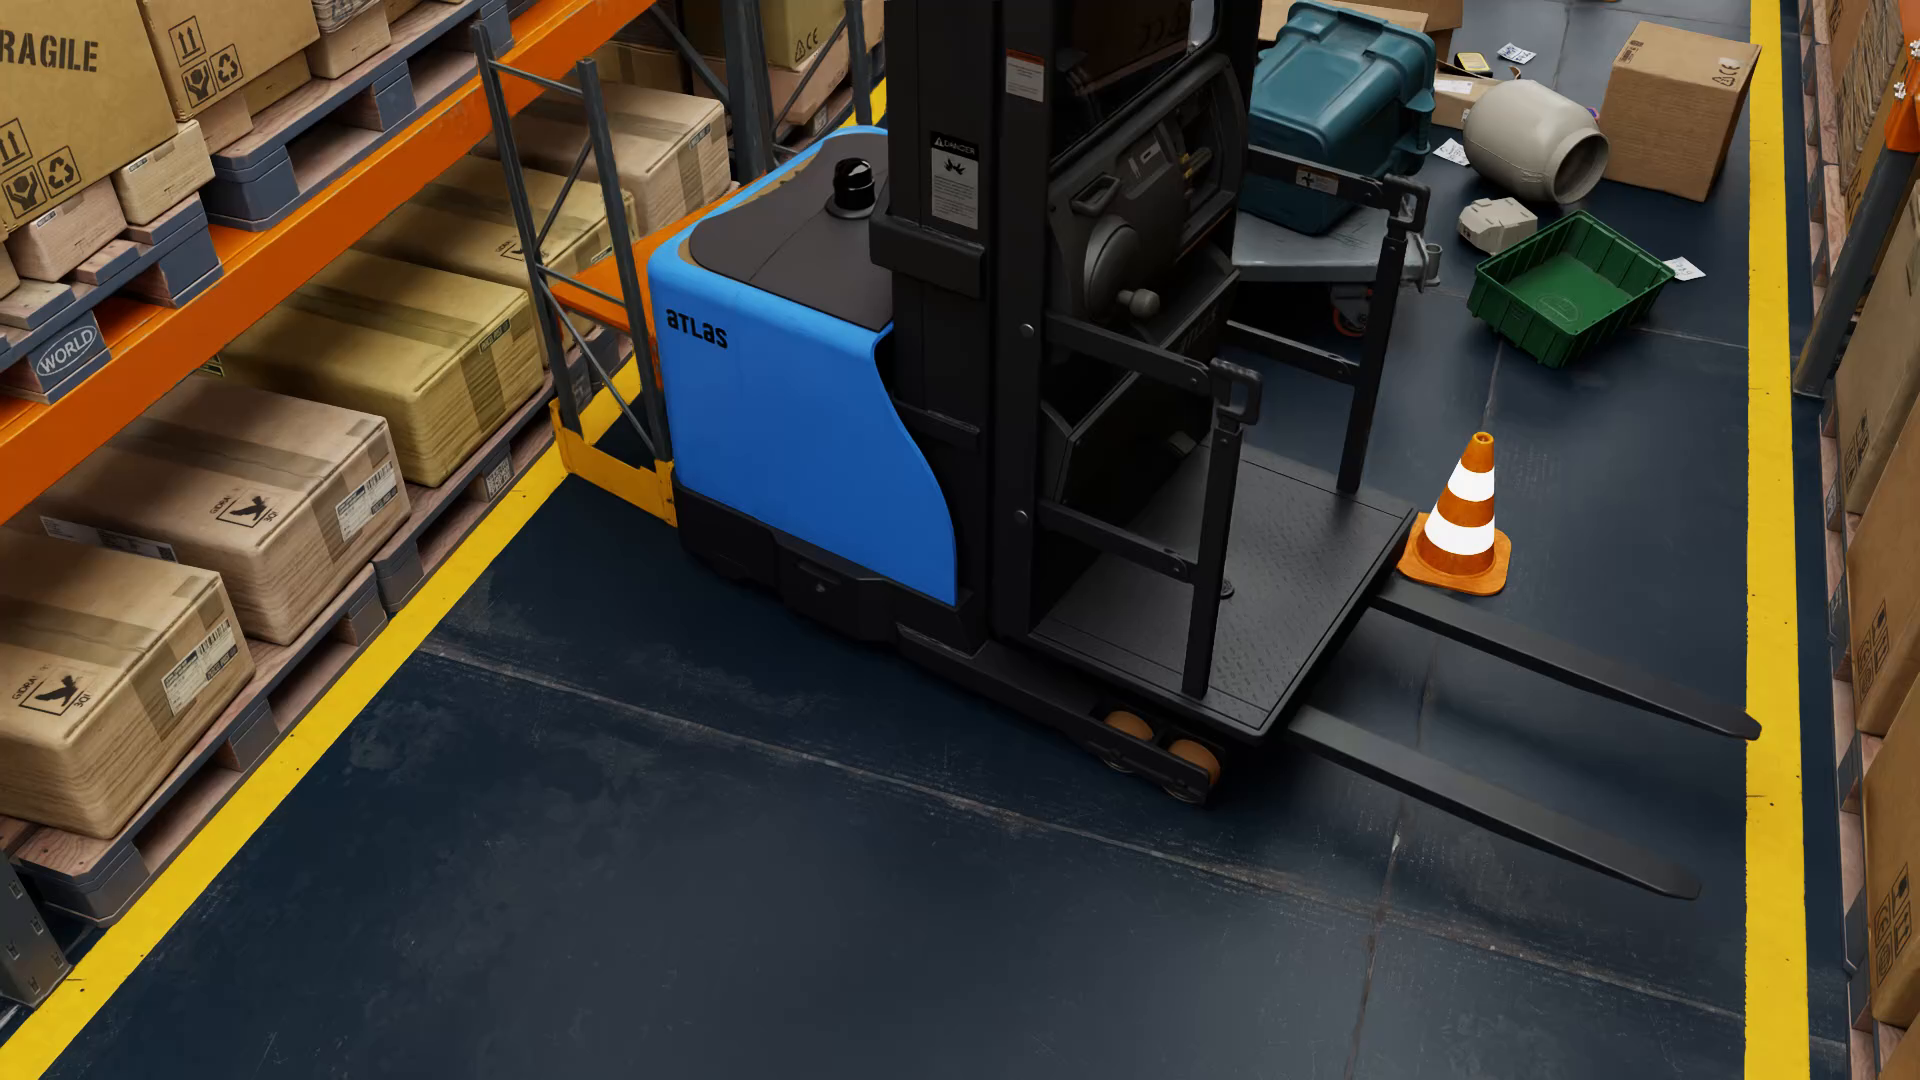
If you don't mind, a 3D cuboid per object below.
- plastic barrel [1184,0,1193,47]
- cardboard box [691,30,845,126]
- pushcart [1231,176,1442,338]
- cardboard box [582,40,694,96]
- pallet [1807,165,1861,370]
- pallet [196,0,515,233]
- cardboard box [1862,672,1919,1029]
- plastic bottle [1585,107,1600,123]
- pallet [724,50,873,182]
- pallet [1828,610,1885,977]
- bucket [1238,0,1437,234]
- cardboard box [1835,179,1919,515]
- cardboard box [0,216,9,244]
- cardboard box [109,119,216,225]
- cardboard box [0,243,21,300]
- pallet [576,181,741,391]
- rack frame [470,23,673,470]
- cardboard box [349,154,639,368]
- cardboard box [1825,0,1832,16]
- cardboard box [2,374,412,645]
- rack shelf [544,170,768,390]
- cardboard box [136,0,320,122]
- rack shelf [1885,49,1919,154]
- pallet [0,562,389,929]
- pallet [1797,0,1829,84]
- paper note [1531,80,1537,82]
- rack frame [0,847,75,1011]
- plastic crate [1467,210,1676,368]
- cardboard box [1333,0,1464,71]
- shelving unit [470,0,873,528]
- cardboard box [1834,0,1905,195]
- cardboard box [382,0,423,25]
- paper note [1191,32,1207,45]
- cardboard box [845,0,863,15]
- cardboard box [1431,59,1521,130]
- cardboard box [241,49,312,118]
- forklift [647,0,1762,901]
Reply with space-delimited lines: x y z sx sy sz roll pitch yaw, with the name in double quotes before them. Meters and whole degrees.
"plastic barrel" 0.814 -2.477 7.828 0.421 0.421 0.512 -21 45 -22
"cardboard box" -0.814 -2.027 7.110 0.500 0.250 0.500 11 42 13
"pushcart" 0.890 -1.140 6.296 1.648 0.377 0.936 0 40 0
"cardboard box" -1.320 -2.148 7.251 0.500 0.250 0.500 15 43 17
"pallet" 3.750 -0.962 6.215 1.003 0.211 1.213 13 42 15
"pallet" -1.999 -1.317 4.631 1.003 0.211 1.213 13 42 15
"cardboard box" 2.637 0.674 3.559 1.050 0.750 0.750 14 42 16
"plastic bottle" 2.695 -1.873 7.398 0.283 0.061 0.133 0 40 0
"pallet" -1.073 -1.970 7.397 1.003 0.211 1.213 13 42 15
"pallet" 2.808 0.718 4.246 1.003 0.211 1.213 13 42 15
"bucket" 1.296 -1.504 6.053 0.726 0.611 0.620 29 58 29
"cardboard box" 3.289 -0.482 4.914 1.050 0.750 0.750 13 42 15
"cardboard box" -2.266 -0.708 3.139 0.500 0.500 0.500 12 42 14
"cardboard box" -1.973 -0.880 3.840 0.380 0.149 0.250 14 42 15
"cardboard box" -2.223 -0.560 3.465 0.380 0.149 0.250 11 42 12
"pallet" -1.535 -1.078 6.350 1.003 0.211 1.213 13 42 15
"rack frame" -1.117 -0.749 4.942 0.500 1.500 0.032 25 46 32
"cardboard box" -1.689 -1.014 5.828 0.950 0.372 0.625 16 43 18
"cardboard box" 4.614 -2.939 7.698 0.875 0.875 0.875 14 42 15
"cardboard box" -2.190 -0.128 4.790 0.950 0.372 0.625 13 42 14
"rack shelf" -0.783 -0.861 5.350 0.538 0.185 1.000 25 46 32
"cardboard box" -1.919 -1.353 3.895 0.500 0.500 0.500 14 42 16
"rack shelf" 2.733 -0.083 3.591 1.077 0.370 4.000 13 42 15
"pallet" -2.369 0.411 4.606 1.003 0.211 1.213 13 42 15
"pallet" 4.584 -2.450 7.960 1.003 0.211 1.213 13 42 15
"paper note" 2.632 -2.116 7.722 0.123 0.001 0.032 -29 48 -29
"rack frame" -2.638 -0.174 3.143 1.000 3.000 0.127 13 42 15
"plastic crate" 2.245 -0.925 6.146 0.662 0.188 0.450 -29 58 -29
"cardboard box" 1.877 -2.470 7.758 0.797 0.503 0.637 -13 42 -15
"shelving unit" -0.799 -0.998 5.235 0.587 1.500 1.083 25 46 32
"cardboard box" 4.002 -1.847 6.417 0.875 0.875 0.875 14 42 15
"cardboard box" -1.735 -1.546 4.621 0.380 0.149 0.250 12 42 14
"paper note" 1.214 -2.416 8.067 0.148 0.019 0.142 29 48 29
"cardboard box" -0.642 -2.642 7.252 0.500 0.500 0.500 15 43 17
"cardboard box" 2.273 -1.994 7.382 0.396 0.266 0.258 21 45 22
"cardboard box" -1.904 -1.225 4.245 0.380 0.149 0.250 15 43 17
"forklift" 0.643 -0.814 3.946 3.031 2.935 1.130 23 45 24
